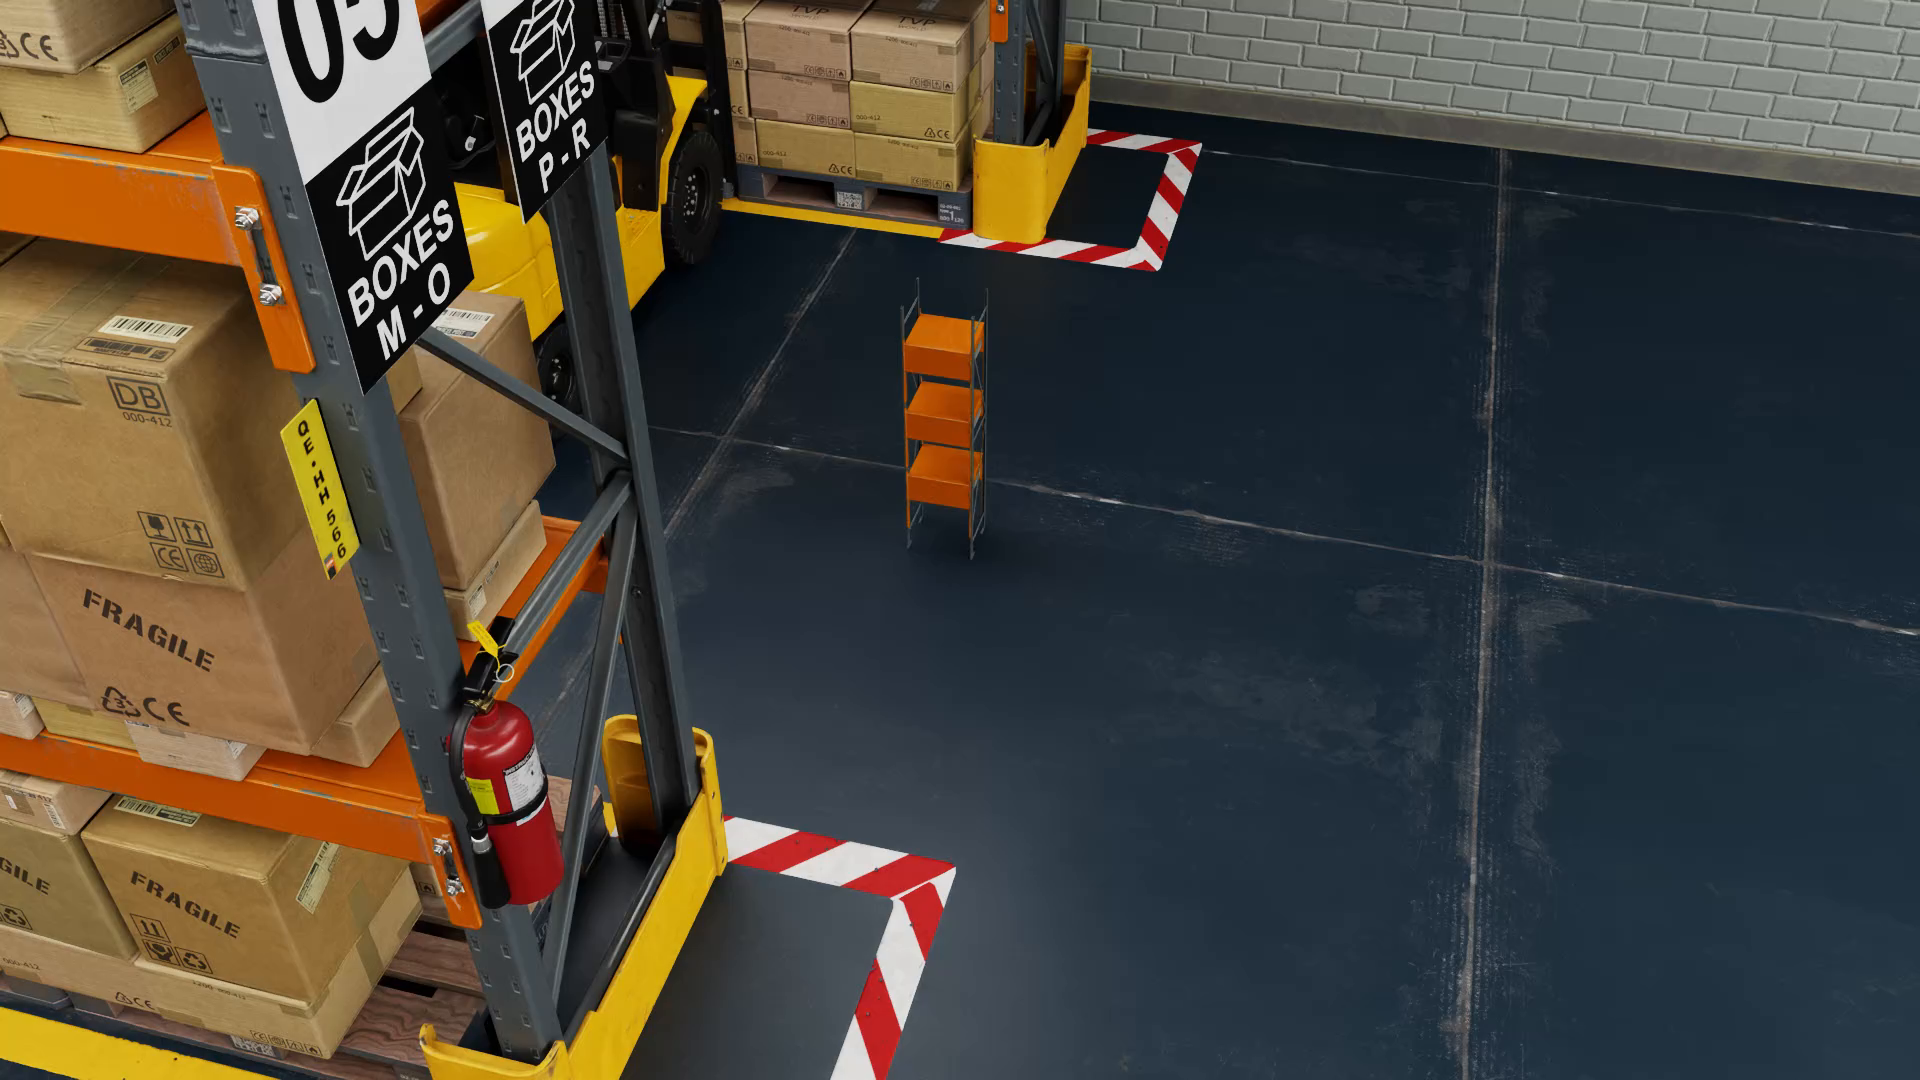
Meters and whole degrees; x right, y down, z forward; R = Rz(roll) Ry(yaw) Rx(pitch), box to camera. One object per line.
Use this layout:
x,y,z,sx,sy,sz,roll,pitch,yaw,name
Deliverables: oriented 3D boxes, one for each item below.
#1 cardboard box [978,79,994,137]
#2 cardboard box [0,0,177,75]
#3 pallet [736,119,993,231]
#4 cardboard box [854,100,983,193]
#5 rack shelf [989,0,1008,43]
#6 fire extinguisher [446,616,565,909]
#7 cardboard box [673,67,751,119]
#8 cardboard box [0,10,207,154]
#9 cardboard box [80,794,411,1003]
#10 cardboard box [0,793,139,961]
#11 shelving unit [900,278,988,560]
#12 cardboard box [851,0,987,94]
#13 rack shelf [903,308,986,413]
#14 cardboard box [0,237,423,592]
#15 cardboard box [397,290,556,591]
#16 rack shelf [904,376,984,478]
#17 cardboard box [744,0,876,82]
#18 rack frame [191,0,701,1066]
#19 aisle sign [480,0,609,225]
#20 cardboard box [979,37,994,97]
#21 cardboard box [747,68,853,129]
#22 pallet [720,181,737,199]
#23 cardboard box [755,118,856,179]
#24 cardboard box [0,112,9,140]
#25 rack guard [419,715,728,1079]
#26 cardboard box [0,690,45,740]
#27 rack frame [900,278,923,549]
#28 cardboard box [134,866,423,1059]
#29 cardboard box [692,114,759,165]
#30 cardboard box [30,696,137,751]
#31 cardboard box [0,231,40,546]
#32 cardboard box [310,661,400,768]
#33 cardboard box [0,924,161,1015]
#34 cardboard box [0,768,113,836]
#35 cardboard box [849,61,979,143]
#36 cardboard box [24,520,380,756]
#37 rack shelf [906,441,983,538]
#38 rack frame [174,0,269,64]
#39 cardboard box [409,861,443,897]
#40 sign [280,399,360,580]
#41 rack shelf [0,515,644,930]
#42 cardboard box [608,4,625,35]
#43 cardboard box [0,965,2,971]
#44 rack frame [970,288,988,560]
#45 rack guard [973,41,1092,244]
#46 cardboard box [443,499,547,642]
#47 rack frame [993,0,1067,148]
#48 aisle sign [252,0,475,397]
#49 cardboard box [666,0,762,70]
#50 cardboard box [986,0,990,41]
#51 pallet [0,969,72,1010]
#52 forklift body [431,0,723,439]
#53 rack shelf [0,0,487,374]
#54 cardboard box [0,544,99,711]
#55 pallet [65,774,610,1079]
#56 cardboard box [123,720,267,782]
-0.083,-2.256,8.415,0.500,0.250,0.500,10,41,12,cardboard box
-1.502,-0.983,2.641,0.500,0.250,0.500,9,41,11,cardboard box
-0.409,-1.978,8.441,1.213,0.211,1.003,10,41,11,pallet
-0.195,-1.934,8.032,0.500,0.250,0.500,10,41,12,cardboard box
-1.591,-3.002,8.051,4.000,0.370,1.077,10,41,11,rack shelf
-0.947,0.475,3.412,0.183,0.674,0.296,10,41,11,fire extinguisher
-1.196,-2.293,8.071,0.500,0.250,0.500,9,41,10,cardboard box
-1.356,-0.798,2.731,0.250,0.149,0.380,10,41,12,cardboard box
-1.780,0.774,4.225,0.500,0.500,0.500,10,41,12,cardboard box
-2.285,0.689,4.326,0.500,0.500,0.500,11,41,13,cardboard box
-0.052,-0.411,5.923,0.252,1.050,0.215,10,41,11,shelving unit
-0.185,-2.318,7.712,0.500,0.250,0.500,11,41,13,cardboard box
-0.052,-0.620,5.747,0.240,0.259,0.215,10,41,11,rack shelf
-1.488,-0.345,3.241,0.500,0.500,0.700,9,41,10,cardboard box
-1.324,-0.263,3.922,0.500,0.500,0.500,9,41,11,cardboard box
-0.052,-0.403,5.930,0.240,0.259,0.215,10,41,11,rack shelf
-0.679,-2.399,7.809,0.500,0.250,0.500,10,41,12,cardboard box
-0.939,0.140,3.751,0.127,3.000,1.000,10,41,11,rack frame
-0.799,-1.038,3.132,0.004,0.787,0.394,10,41,11,aisle sign
-0.060,-2.451,8.259,0.500,0.250,0.500,10,41,12,cardboard box
-0.692,-2.221,7.985,0.500,0.250,0.500,9,41,11,cardboard box
-1.583,-2.182,8.684,1.213,0.211,1.003,10,41,11,pallet
-0.673,-2.023,8.138,0.500,0.250,0.500,10,41,11,cardboard box
-1.604,-0.819,2.756,0.250,0.149,0.380,10,41,12,cardboard box
-1.012,1.084,4.570,0.348,0.500,1.175,10,41,11,rack guard
-2.127,0.254,3.811,0.250,0.149,0.380,10,41,12,cardboard box
-0.170,-0.431,5.947,0.008,1.050,0.200,10,41,11,rack frame
-1.812,1.061,4.466,0.500,0.250,0.500,10,41,11,cardboard box
-1.153,-2.112,8.243,0.500,0.250,0.500,10,41,12,cardboard box
-1.871,0.278,3.782,0.250,0.149,0.380,9,41,11,cardboard box
-1.975,-0.433,3.347,0.500,0.500,0.700,10,41,12,cardboard box
-1.355,0.307,3.748,0.250,0.149,0.380,11,41,13,cardboard box
-2.287,0.974,4.570,0.500,0.250,0.500,10,41,12,cardboard box
-2.152,0.506,4.039,0.250,0.149,0.380,11,41,13,cardboard box
-0.210,-2.131,7.877,0.500,0.250,0.500,9,41,11,cardboard box
-1.534,0.069,3.527,0.500,0.500,0.500,9,41,11,cardboard box
-0.052,-0.190,6.108,0.240,0.259,0.215,10,41,11,rack shelf
-0.939,-2.157,1.822,0.127,3.000,1.000,10,41,11,rack frame
-1.646,0.726,4.865,0.500,0.250,0.500,9,41,11,cardboard box
-1.101,-0.083,2.871,0.005,0.325,0.100,10,41,11,sign
-2.871,0.083,4.378,4.000,0.370,1.077,10,41,11,rack shelf
-1.657,-2.566,8.007,0.500,0.250,0.500,9,41,11,cardboard box
-2.794,0.890,4.669,0.500,0.250,0.500,8,41,10,cardboard box
0.066,-0.391,5.899,0.008,1.050,0.200,10,41,11,rack frame
0.364,-1.983,8.223,0.348,0.500,1.175,10,41,11,rack guard
-1.213,0.051,4.052,0.250,0.149,0.380,10,41,12,cardboard box
0.341,-2.945,7.424,0.127,3.000,1.000,10,41,11,rack frame
-0.954,-0.665,2.688,0.004,0.787,0.394,10,41,11,aisle sign
-1.169,-2.477,7.901,0.500,0.250,0.500,10,41,12,cardboard box
-0.074,-2.633,8.087,0.500,0.250,0.500,9,41,11,cardboard box
-2.962,0.834,5.093,1.213,0.211,1.003,10,41,11,pallet
-1.962,-1.801,6.722,1.214,2.155,2.313,10,41,11,forklift body
-2.871,-1.066,3.414,4.000,0.370,1.077,10,41,11,rack shelf
-2.017,-0.018,3.629,0.500,0.500,0.500,10,41,12,cardboard box
-1.788,1.038,4.850,1.213,0.211,1.003,10,41,11,pallet
-1.628,0.334,3.716,0.250,0.149,0.380,9,41,11,cardboard box
